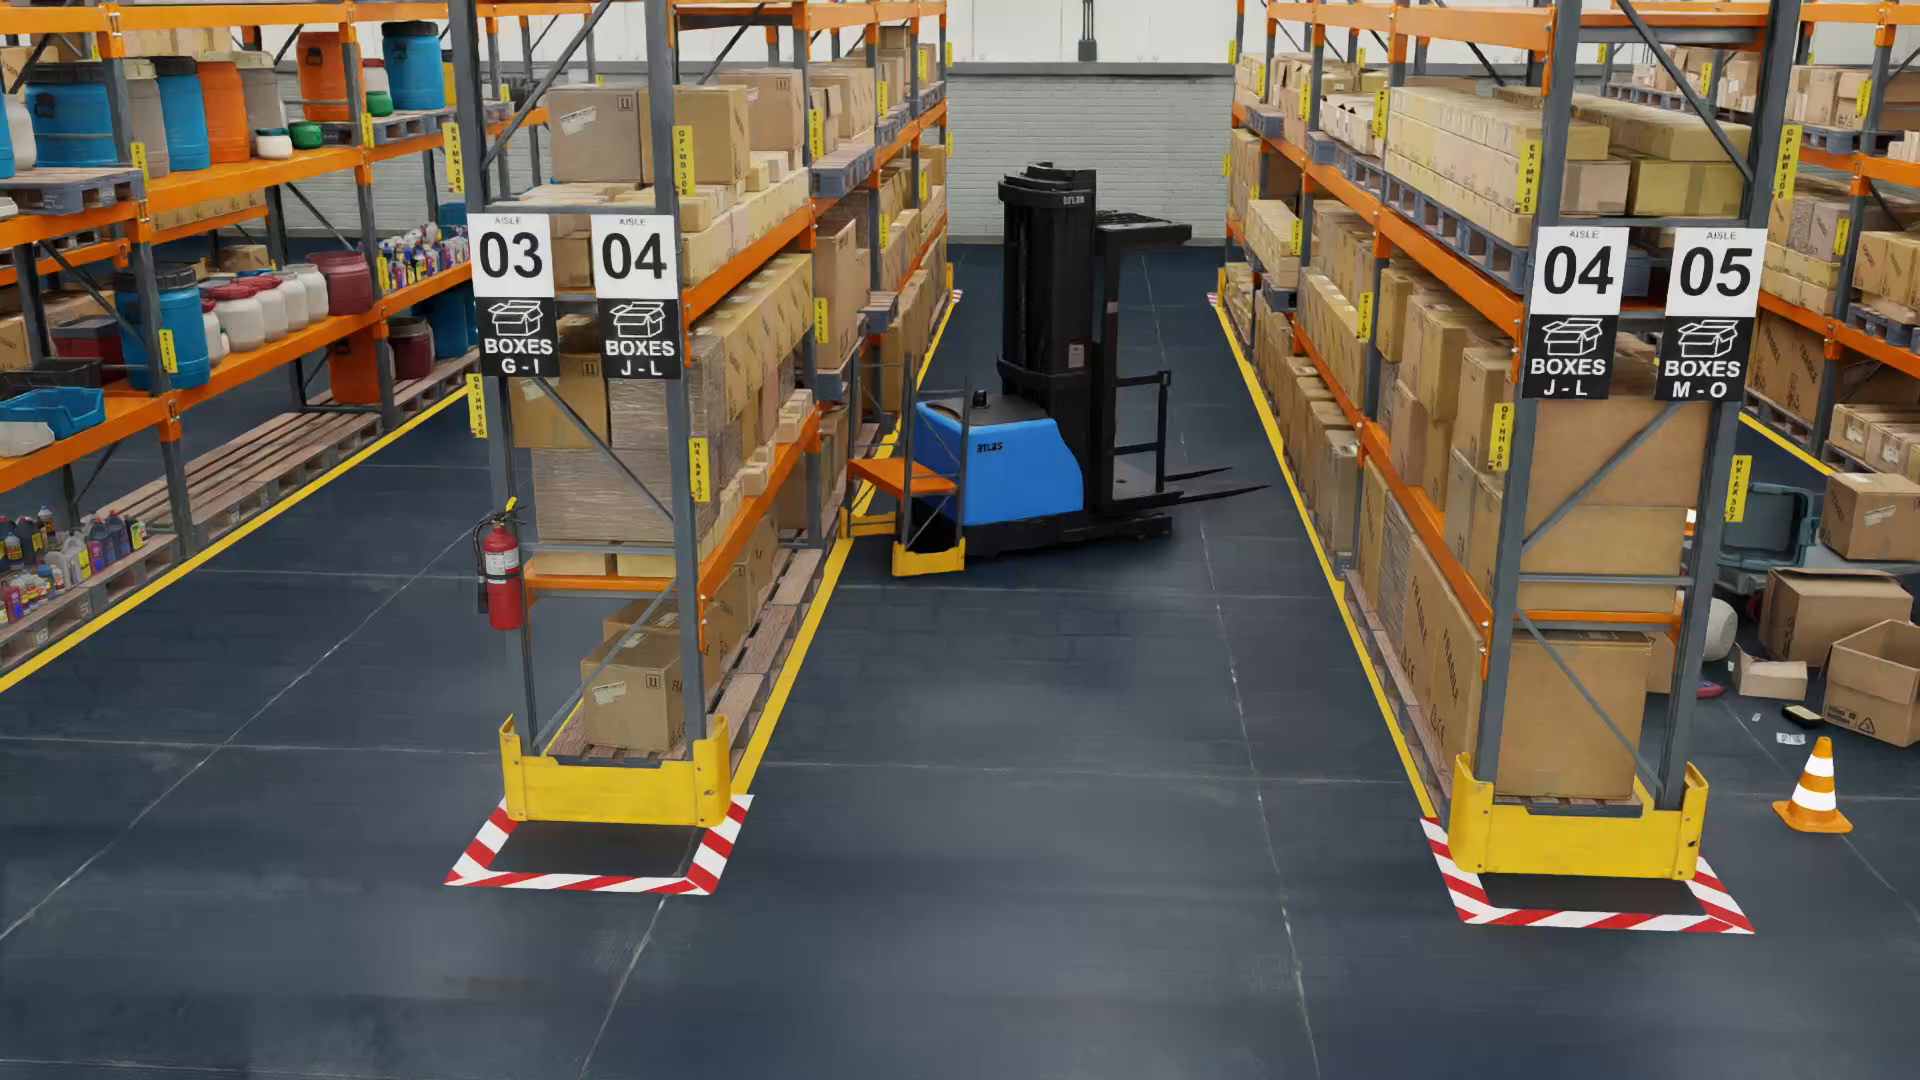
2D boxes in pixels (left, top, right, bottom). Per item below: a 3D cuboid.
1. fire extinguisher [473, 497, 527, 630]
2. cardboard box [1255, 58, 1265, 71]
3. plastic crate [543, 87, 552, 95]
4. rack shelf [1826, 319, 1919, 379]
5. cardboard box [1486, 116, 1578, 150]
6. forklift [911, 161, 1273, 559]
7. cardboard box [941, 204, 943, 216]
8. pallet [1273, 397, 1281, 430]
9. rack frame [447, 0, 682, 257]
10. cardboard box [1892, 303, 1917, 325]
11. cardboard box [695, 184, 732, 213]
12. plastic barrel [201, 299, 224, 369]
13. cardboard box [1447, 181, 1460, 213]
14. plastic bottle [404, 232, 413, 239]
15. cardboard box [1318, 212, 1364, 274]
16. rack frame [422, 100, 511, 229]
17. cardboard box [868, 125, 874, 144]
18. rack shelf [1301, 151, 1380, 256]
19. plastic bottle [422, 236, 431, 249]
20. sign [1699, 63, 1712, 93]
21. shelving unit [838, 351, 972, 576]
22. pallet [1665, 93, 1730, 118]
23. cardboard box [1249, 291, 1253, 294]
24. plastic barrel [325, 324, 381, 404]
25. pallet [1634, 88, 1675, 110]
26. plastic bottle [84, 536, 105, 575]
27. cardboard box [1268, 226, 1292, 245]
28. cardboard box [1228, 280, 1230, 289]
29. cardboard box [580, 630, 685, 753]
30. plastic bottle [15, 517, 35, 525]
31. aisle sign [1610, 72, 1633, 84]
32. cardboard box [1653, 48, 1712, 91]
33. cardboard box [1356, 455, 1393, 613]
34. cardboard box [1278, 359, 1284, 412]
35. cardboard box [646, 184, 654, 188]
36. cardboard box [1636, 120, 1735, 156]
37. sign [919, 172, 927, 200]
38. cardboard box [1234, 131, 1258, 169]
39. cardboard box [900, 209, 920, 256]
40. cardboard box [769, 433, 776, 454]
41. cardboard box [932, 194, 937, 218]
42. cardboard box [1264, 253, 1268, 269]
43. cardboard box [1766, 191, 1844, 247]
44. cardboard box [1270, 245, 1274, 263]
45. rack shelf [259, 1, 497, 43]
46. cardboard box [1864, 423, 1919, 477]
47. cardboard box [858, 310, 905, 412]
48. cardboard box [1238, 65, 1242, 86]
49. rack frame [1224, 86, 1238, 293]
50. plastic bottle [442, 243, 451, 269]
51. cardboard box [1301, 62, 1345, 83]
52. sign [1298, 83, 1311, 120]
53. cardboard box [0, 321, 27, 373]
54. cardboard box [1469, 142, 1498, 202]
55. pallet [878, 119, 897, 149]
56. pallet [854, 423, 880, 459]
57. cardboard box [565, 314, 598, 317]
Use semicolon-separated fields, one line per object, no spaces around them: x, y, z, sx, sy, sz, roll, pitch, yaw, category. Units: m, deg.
-2.310;0.113;8.384;0.296;0.674;0.183;1;18;4;fire extinguisher
3.775;-5.742;20.110;0.380;0.149;0.250;1;18;2;cardboard box
-5.421;-6.041;22.564;0.450;0.188;0.336;1;18;4;plastic crate
8.473;-1.249;13.573;1.077;0.370;4.000;1;18;4;rack shelf
2.822;-2.008;8.204;0.380;0.149;0.250;2;18;5;cardboard box
1.159;-1.542;13.422;3.031;2.935;1.130;-9;20;-24;forklift
-0.428;-4.522;22.808;0.380;0.149;0.250;1;18;4;cardboard box
3.729;-1.209;16.773;1.003;0.211;1.213;1;18;4;pallet
-1.842;-2.800;7.515;1.000;3.000;0.127;1;18;4;rack frame
8.248;-1.940;14.254;0.380;0.149;0.250;1;18;4;cardboard box
-1.469;-1.891;9.159;0.380;0.149;0.250;1;18;4;cardboard box
-6.208;-1.658;13.449;0.433;0.535;0.433;0;18;0;plastic barrel
2.876;-1.865;9.049;0.380;0.149;0.250;1;18;4;cardboard box
-6.397;-3.441;19.313;0.097;0.271;0.097;0;18;0;plastic bottle
3.630;-2.675;15.002;0.700;0.500;0.500;1;18;4;cardboard box
-5.922;-3.786;20.161;1.000;3.000;0.127;1;18;4;rack frame
-1.058;-3.634;15.121;0.500;0.250;0.500;1;18;4;cardboard box
3.528;-2.754;13.347;1.077;0.370;4.000;1;18;4;rack shelf
-6.235;-3.446;19.441;0.097;0.201;0.097;0;18;0;plastic bottle
8.349;-5.175;18.625;0.100;0.325;0.005;1;18;4;sign
-0.427;-0.615;12.828;0.587;1.500;1.083;-5;18;-28;shelving unit
8.972;-5.092;19.470;1.003;0.211;1.213;1;18;4;pallet
3.810;-3.014;20.752;0.380;0.149;0.250;2;18;6;cardboard box
-6.190;-1.864;17.107;0.600;0.830;0.708;1;18;4;plastic barrel
9.062;-5.469;20.623;1.003;0.211;1.213;1;18;4;pallet
-6.238;0.098;11.963;0.061;0.283;0.133;3;18;8;plastic bottle
3.304;-3.059;16.715;0.380;0.149;0.250;2;18;6;cardboard box
3.876;-3.521;22.778;0.380;0.149;0.250;1;18;4;cardboard box
-1.780;0.846;9.364;0.500;0.500;0.500;5;19;14;cardboard box
-6.951;-0.026;12.353;0.152;0.276;0.135;2;18;6;plastic bottle
8.906;-5.961;22.623;0.394;0.787;0.004;1;18;4;aisle sign
8.896;-5.794;20.475;0.500;0.500;0.500;2;18;5;cardboard box
3.270;-0.045;11.481;0.875;0.875;0.875;2;18;5;cardboard box
3.458;-1.513;16.564;0.500;0.500;0.500;1;18;4;cardboard box
-1.967;-2.074;9.717;0.380;0.149;0.250;0;18;1;cardboard box
3.458;-1.913;7.915;0.380;0.149;0.250;1;18;4;cardboard box
-0.440;-4.179;19.628;0.100;0.325;0.005;1;18;4;sign
3.918;-5.149;22.077;0.500;0.500;0.500;2;18;6;cardboard box
-0.743;-3.572;19.346;0.500;0.500;0.500;1;18;4;cardboard box
-1.416;-0.611;10.874;0.380;0.149;0.250;1;18;4;cardboard box
-0.571;-4.354;21.657;0.500;0.250;0.500;1;18;4;cardboard box
3.325;-2.853;17.041;0.380;0.149;0.250;0;18;1;cardboard box
8.463;-3.215;16.651;0.500;0.500;0.500;1;18;4;cardboard box
3.287;-2.841;16.528;0.380;0.149;0.250;2;18;5;cardboard box
-6.065;-5.484;17.505;1.077;0.370;4.000;1;18;4;rack shelf
8.521;-0.758;14.466;0.950;0.372;0.625;1;18;3;cardboard box
-1.198;-1.837;16.950;1.225;0.875;0.875;0;18;1;cardboard box
3.918;-6.075;21.766;0.500;0.250;0.500;1;18;3;cardboard box
4.245;-4.776;23.181;1.000;3.000;0.127;1;18;4;rack frame
-5.687;-3.144;18.389;0.061;0.283;0.133;1;18;4;plastic bottle
3.463;-4.419;15.885;0.396;0.266;0.258;1;18;4;cardboard box
3.131;-3.975;15.090;0.100;0.325;0.005;1;18;4;sign
-10.758;-2.130;18.415;0.500;0.500;0.500;1;18;3;cardboard box
2.891;-1.863;8.402;0.500;0.250;0.500;1;18;4;cardboard box
-1.275;-3.970;16.208;1.213;0.211;1.003;2;18;6;pallet
-1.326;-0.866;15.726;1.003;0.211;1.213;1;18;4;pallet
-1.980;-1.100;9.718;0.500;0.500;0.500;1;18;4;cardboard box
